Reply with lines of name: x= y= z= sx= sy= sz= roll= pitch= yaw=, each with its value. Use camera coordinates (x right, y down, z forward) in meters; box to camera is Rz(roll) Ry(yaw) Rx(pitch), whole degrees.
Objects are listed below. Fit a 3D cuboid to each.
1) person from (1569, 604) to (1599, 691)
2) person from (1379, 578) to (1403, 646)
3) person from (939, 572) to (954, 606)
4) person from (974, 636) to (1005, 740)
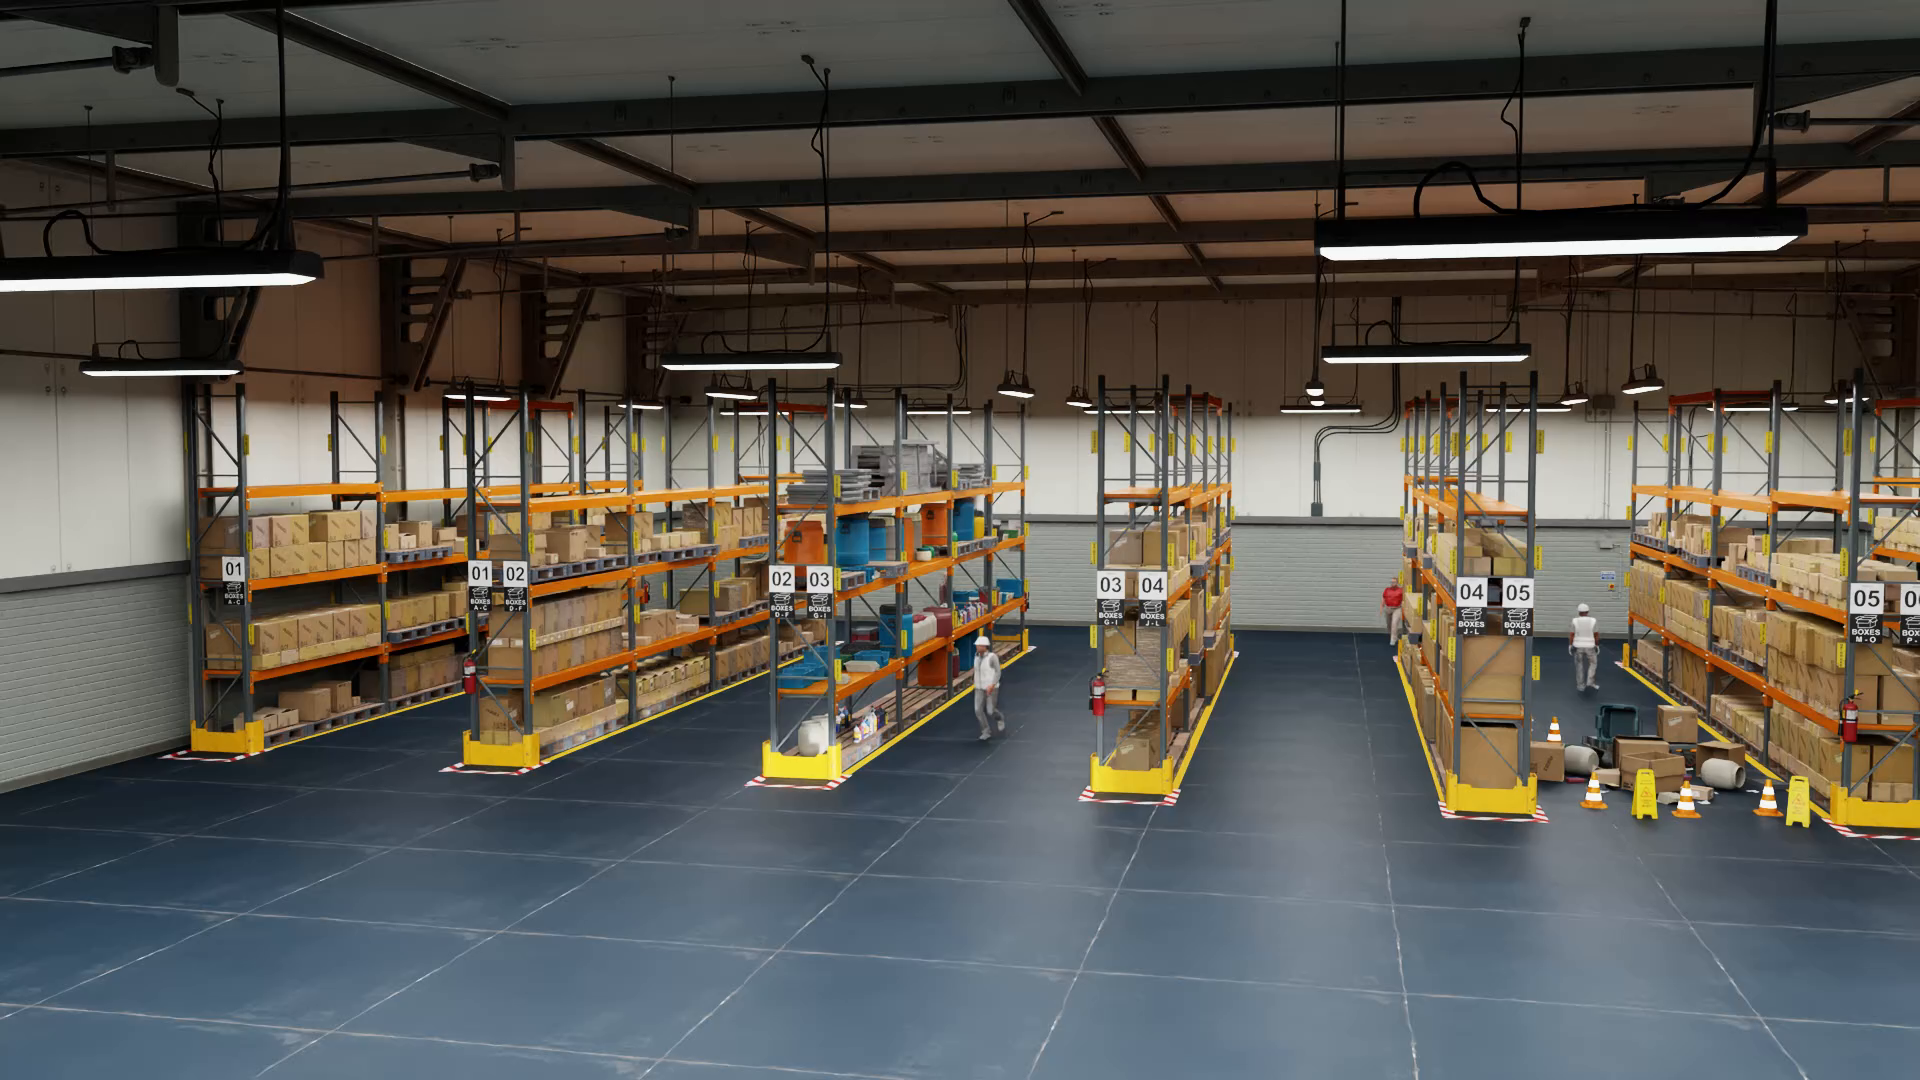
person: x=12.684 y=2.186 z=33.792 sx=0.585 sy=1.785 sz=0.551 roll=1 pitch=3 yaw=17
person: x=10.812 y=1.777 z=41.566 sx=0.602 sy=1.676 sz=1.040 roll=2 pitch=4 yaw=32
person: x=-0.369 y=1.688 z=42.095 sx=0.567 sy=1.776 sz=0.599 roll=1 pitch=3 yaw=12
person: x=0.477 y=2.513 z=28.438 sx=0.593 sy=1.745 sz=0.629 roll=2 pitch=4 yaw=34
